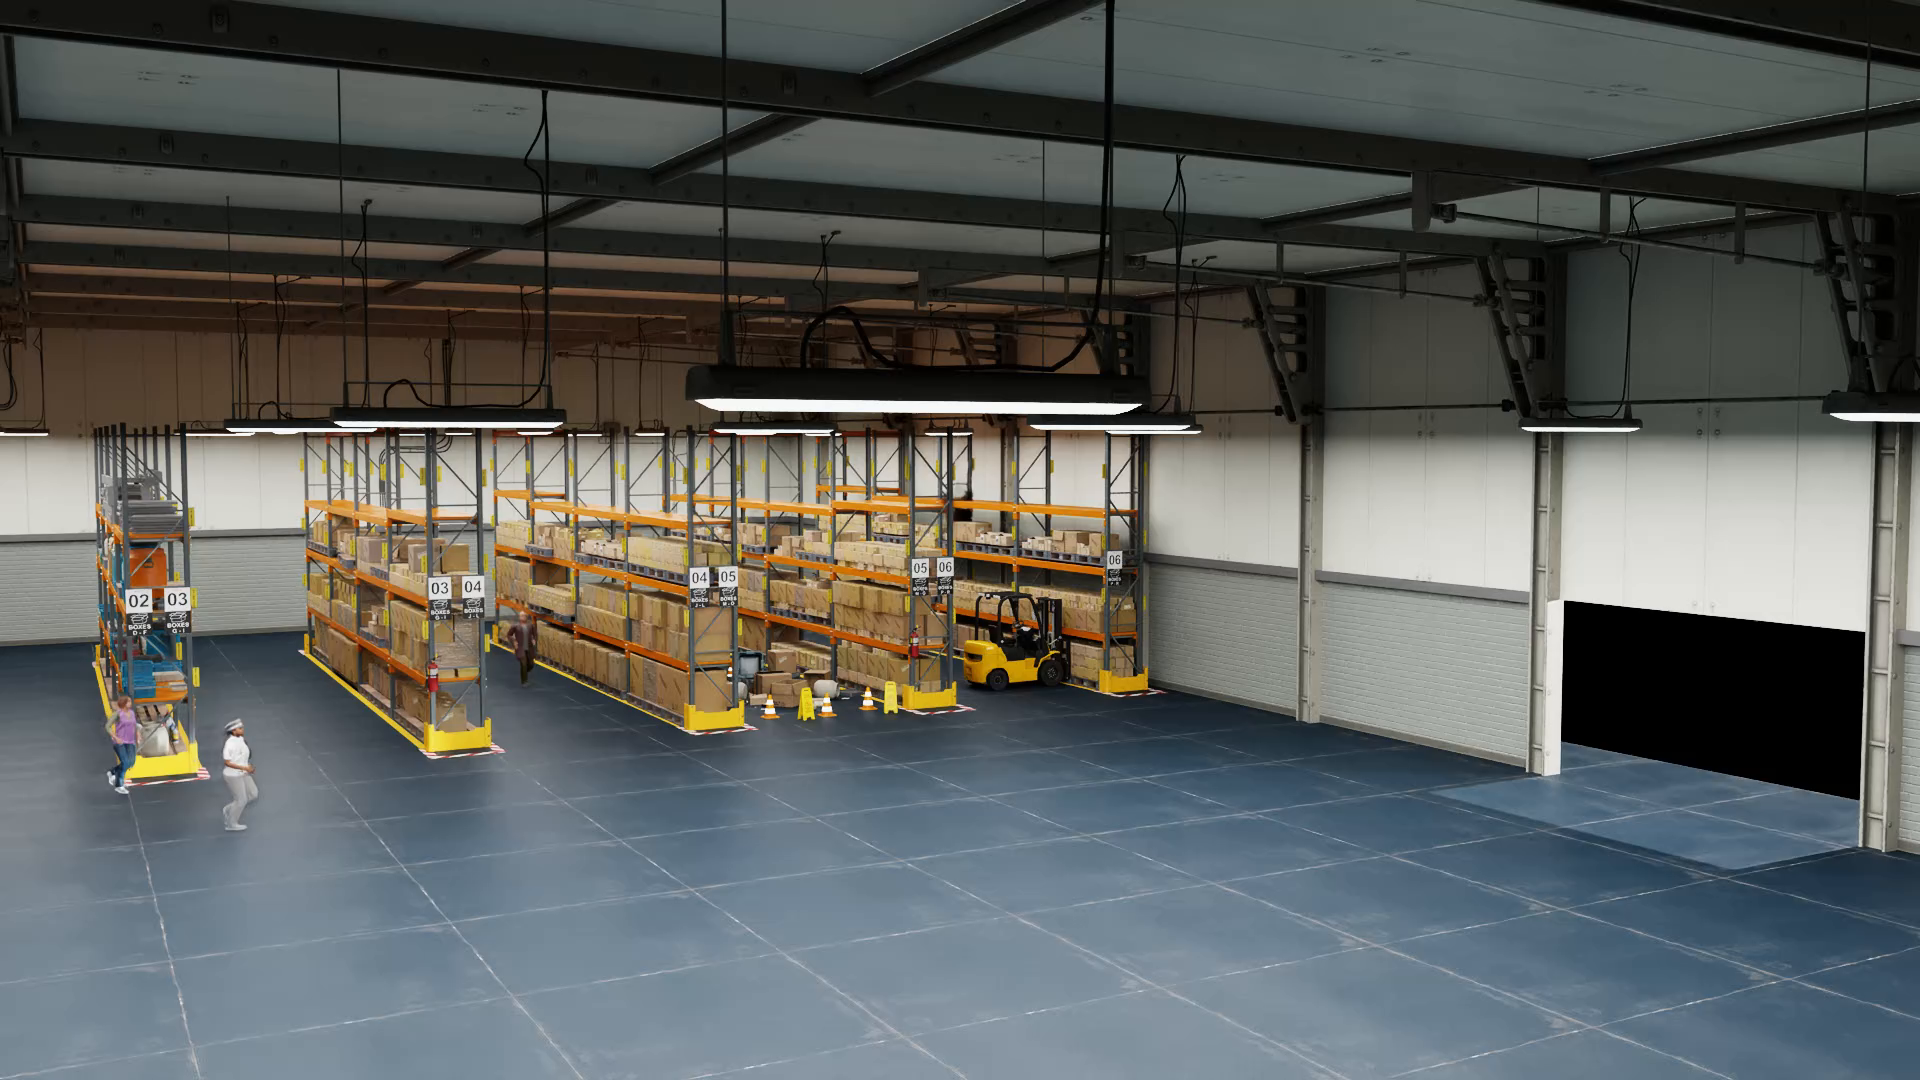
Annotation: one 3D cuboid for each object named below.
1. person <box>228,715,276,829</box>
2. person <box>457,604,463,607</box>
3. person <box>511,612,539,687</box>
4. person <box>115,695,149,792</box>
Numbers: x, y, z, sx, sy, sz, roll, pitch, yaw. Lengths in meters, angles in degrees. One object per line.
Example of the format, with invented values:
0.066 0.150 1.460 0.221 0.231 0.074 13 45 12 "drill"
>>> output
-10.344 3.415 24.317 0.717 1.732 0.550 0 3 -6 "person"
-13.700 2.195 45.354 0.551 1.611 0.763 -1 4 -14 "person"
-9.956 2.525 38.299 0.699 1.733 0.636 -2 4 -34 "person"
-13.423 3.301 27.037 0.547 1.557 0.616 1 4 19 "person"
